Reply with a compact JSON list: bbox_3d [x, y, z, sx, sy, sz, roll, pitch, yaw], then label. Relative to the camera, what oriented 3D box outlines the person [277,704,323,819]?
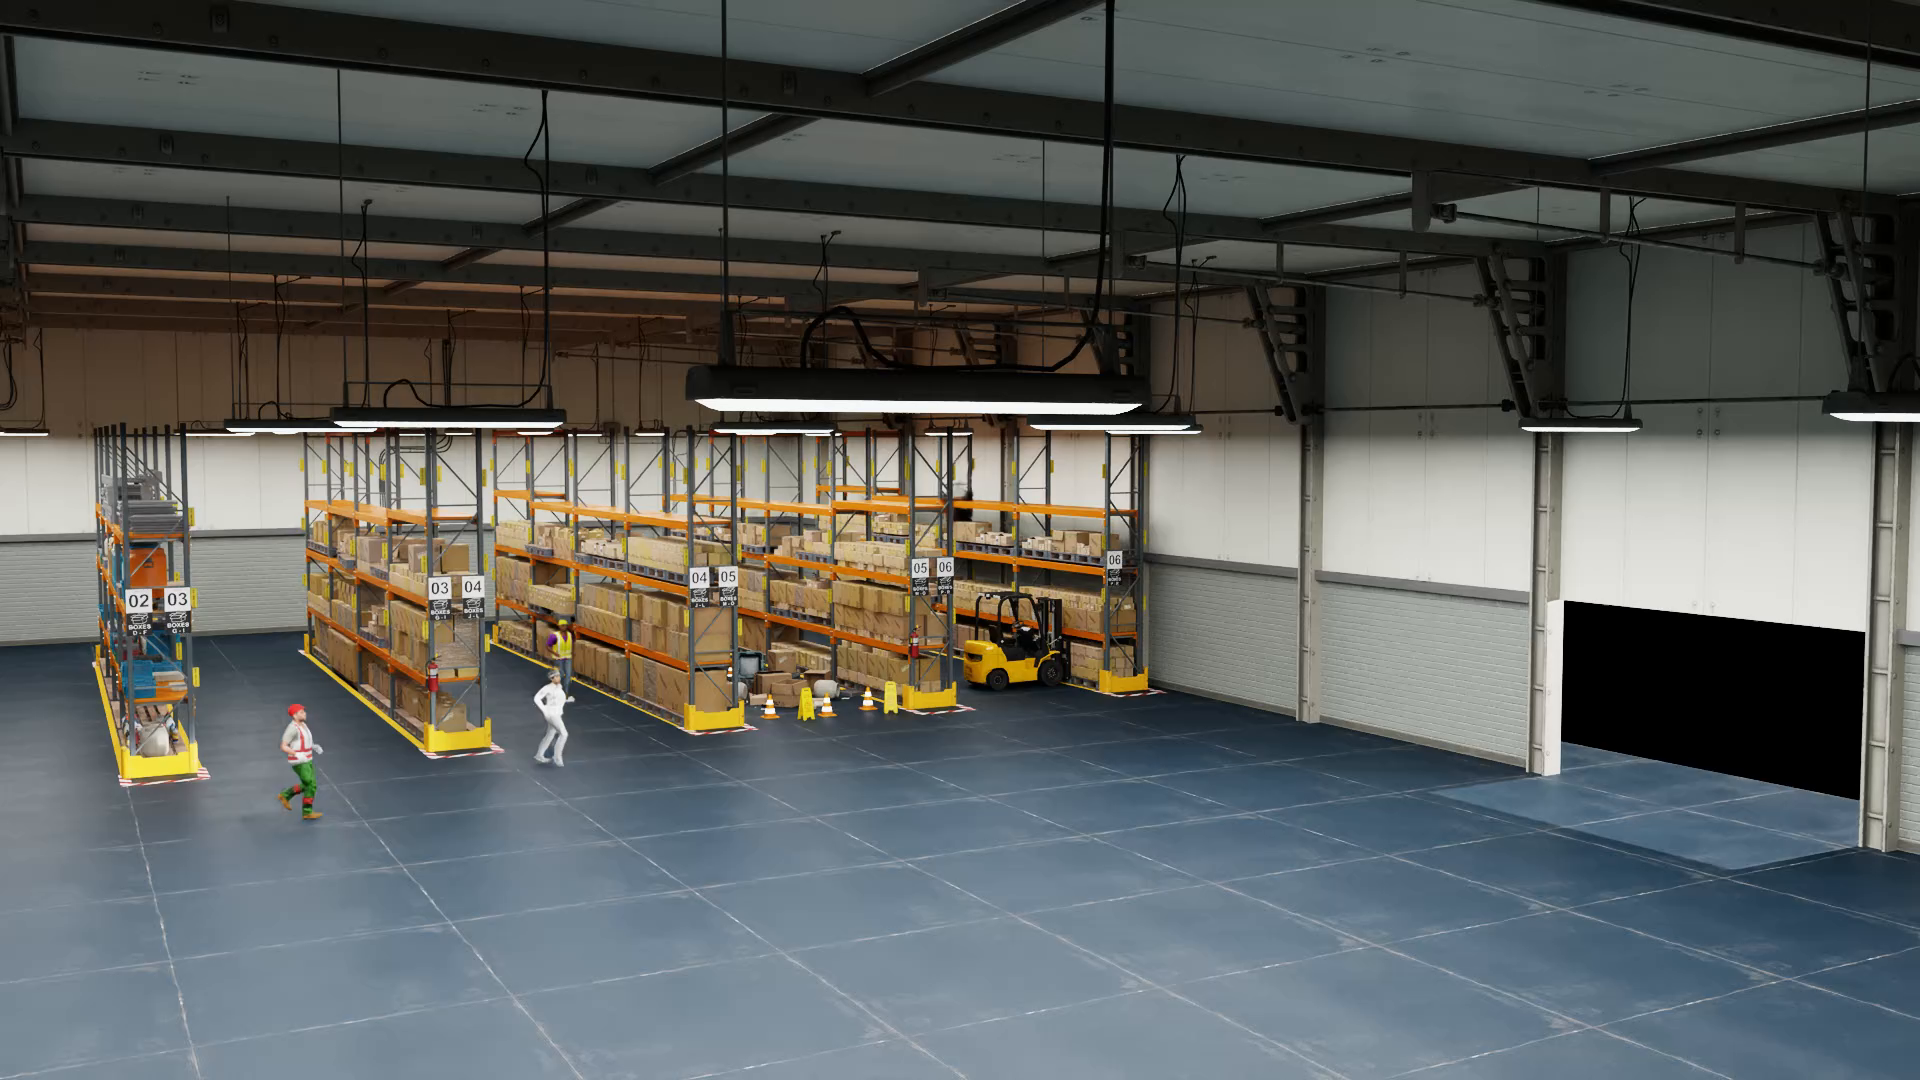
[{"bbox_3d":[-9.973,3.334,25.046,0.708,1.742,0.659,0,3,-1],"label":"person"}]

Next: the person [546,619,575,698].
[{"bbox_3d":[-8.804,2.622,36.800,0.697,1.743,0.768,-3,4,-38],"label":"person"}]

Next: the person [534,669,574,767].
[{"bbox_3d":[-7.134,3.125,29.217,0.730,1.755,0.564,1,4,10],"label":"person"}]
